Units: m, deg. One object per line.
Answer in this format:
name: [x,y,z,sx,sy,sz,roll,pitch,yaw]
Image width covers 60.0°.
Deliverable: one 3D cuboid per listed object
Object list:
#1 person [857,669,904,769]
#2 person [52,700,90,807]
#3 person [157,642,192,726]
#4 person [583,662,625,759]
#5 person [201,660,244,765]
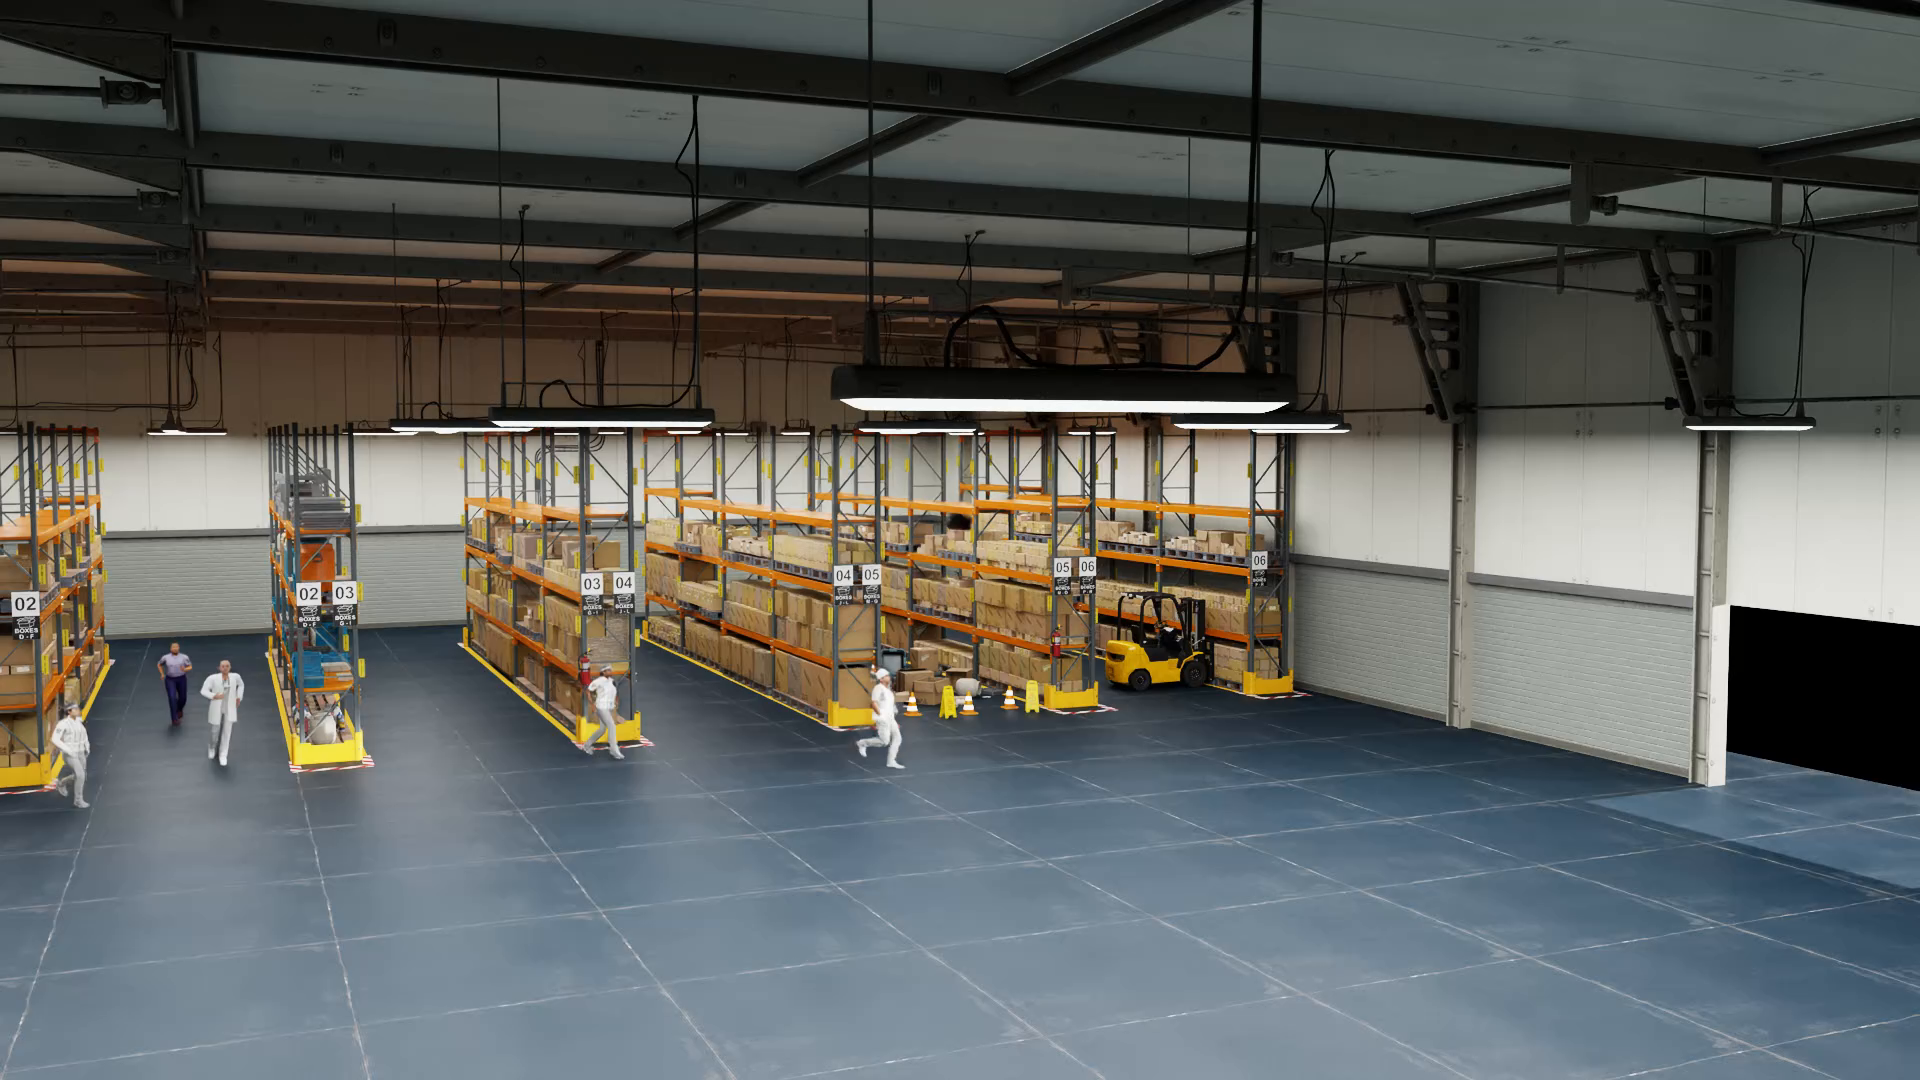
person: [-1.371,3.104,28.941,0.813,1.736,0.679,1,4,17]
person: [-13.872,3.325,25.938,0.680,1.675,0.646,1,4,14]
person: [-15.726,2.852,33.348,0.611,1.626,0.934,-2,4,-33]
person: [-6.357,3.050,29.891,0.878,1.689,0.577,1,4,22]
person: [-13.051,3.020,29.468,0.733,1.793,0.979,-2,4,-31]
